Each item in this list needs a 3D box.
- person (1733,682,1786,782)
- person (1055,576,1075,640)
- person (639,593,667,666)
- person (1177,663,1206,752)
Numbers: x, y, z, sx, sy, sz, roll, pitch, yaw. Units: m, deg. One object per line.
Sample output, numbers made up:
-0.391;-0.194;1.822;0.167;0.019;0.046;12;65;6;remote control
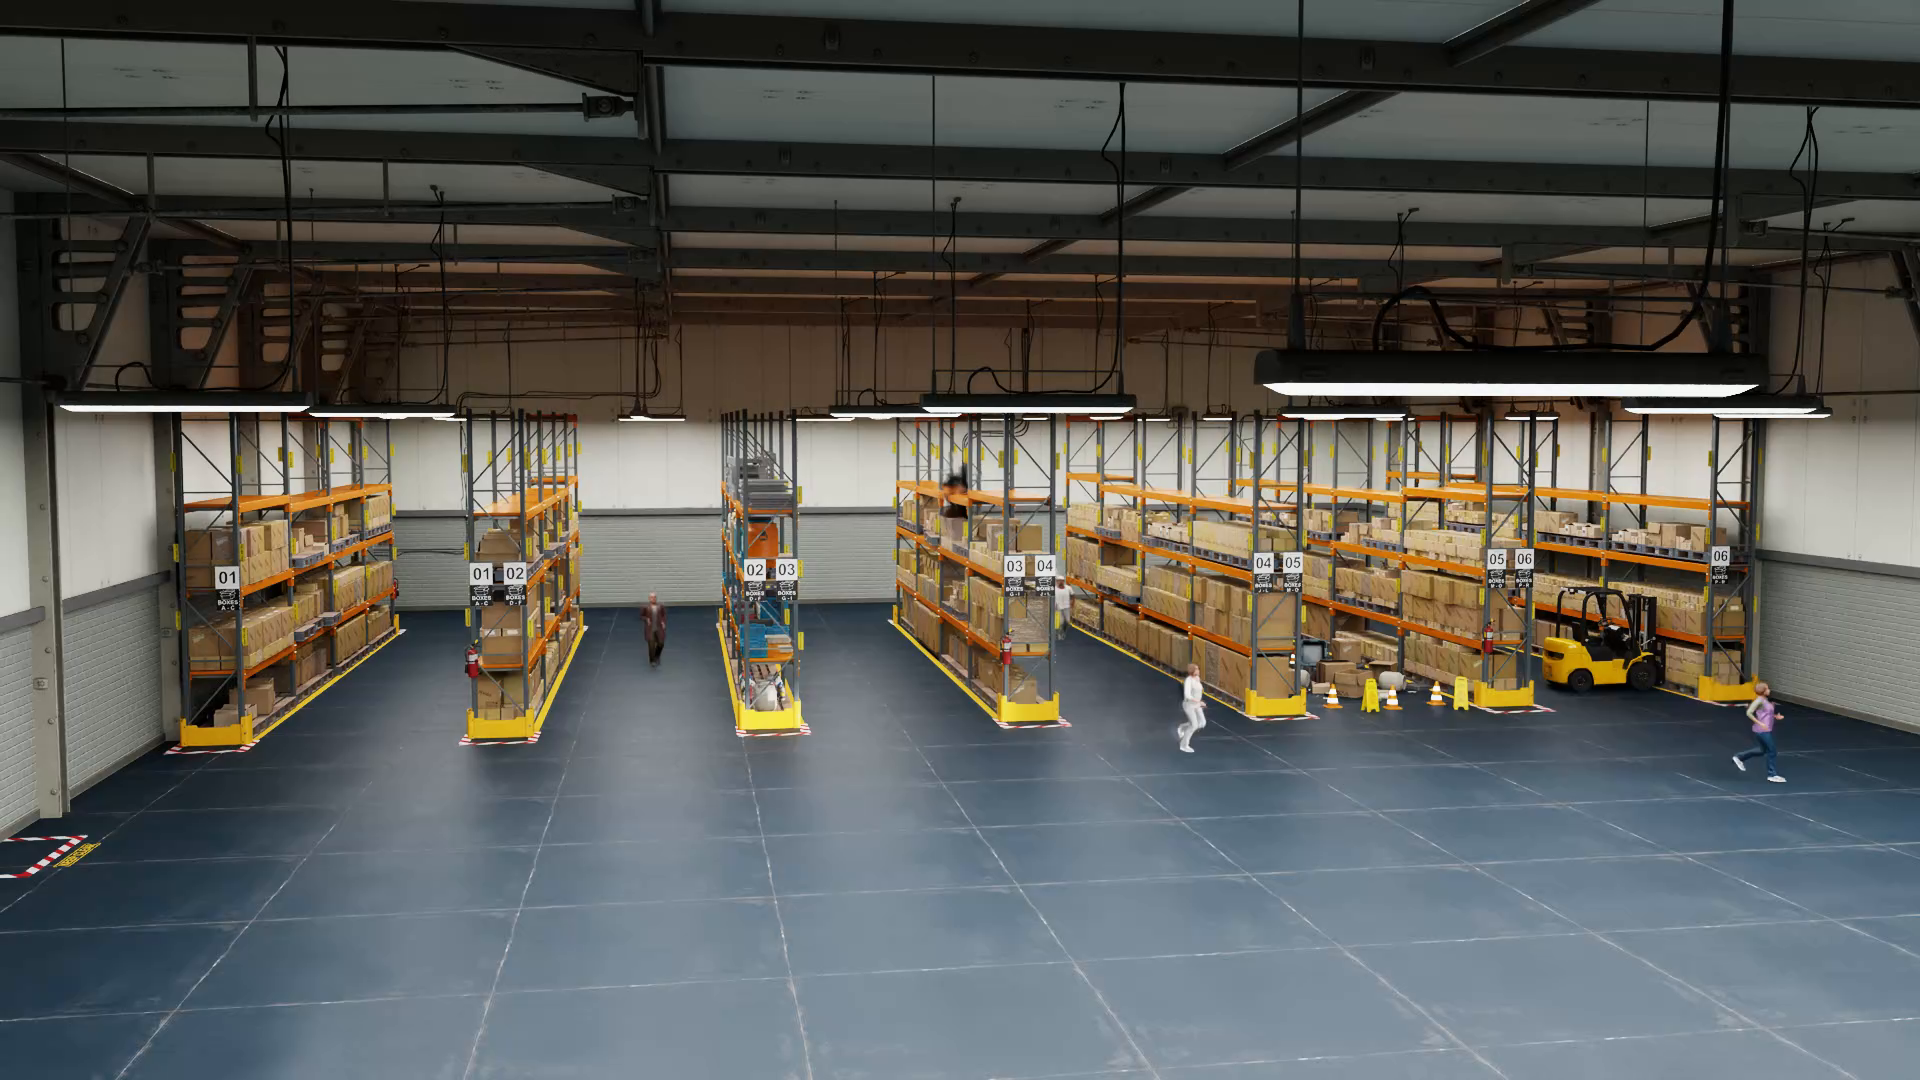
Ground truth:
12.851;3.067;26.704;0.822;1.570;0.547;3;5;37;person
2.706;1.800;43.885;0.711;1.721;0.549;0;4;-7;person
-7.181;2.161;39.103;0.698;1.646;0.634;-2;4;-21;person
4.075;2.928;29.087;0.609;1.563;0.558;3;5;34;person
